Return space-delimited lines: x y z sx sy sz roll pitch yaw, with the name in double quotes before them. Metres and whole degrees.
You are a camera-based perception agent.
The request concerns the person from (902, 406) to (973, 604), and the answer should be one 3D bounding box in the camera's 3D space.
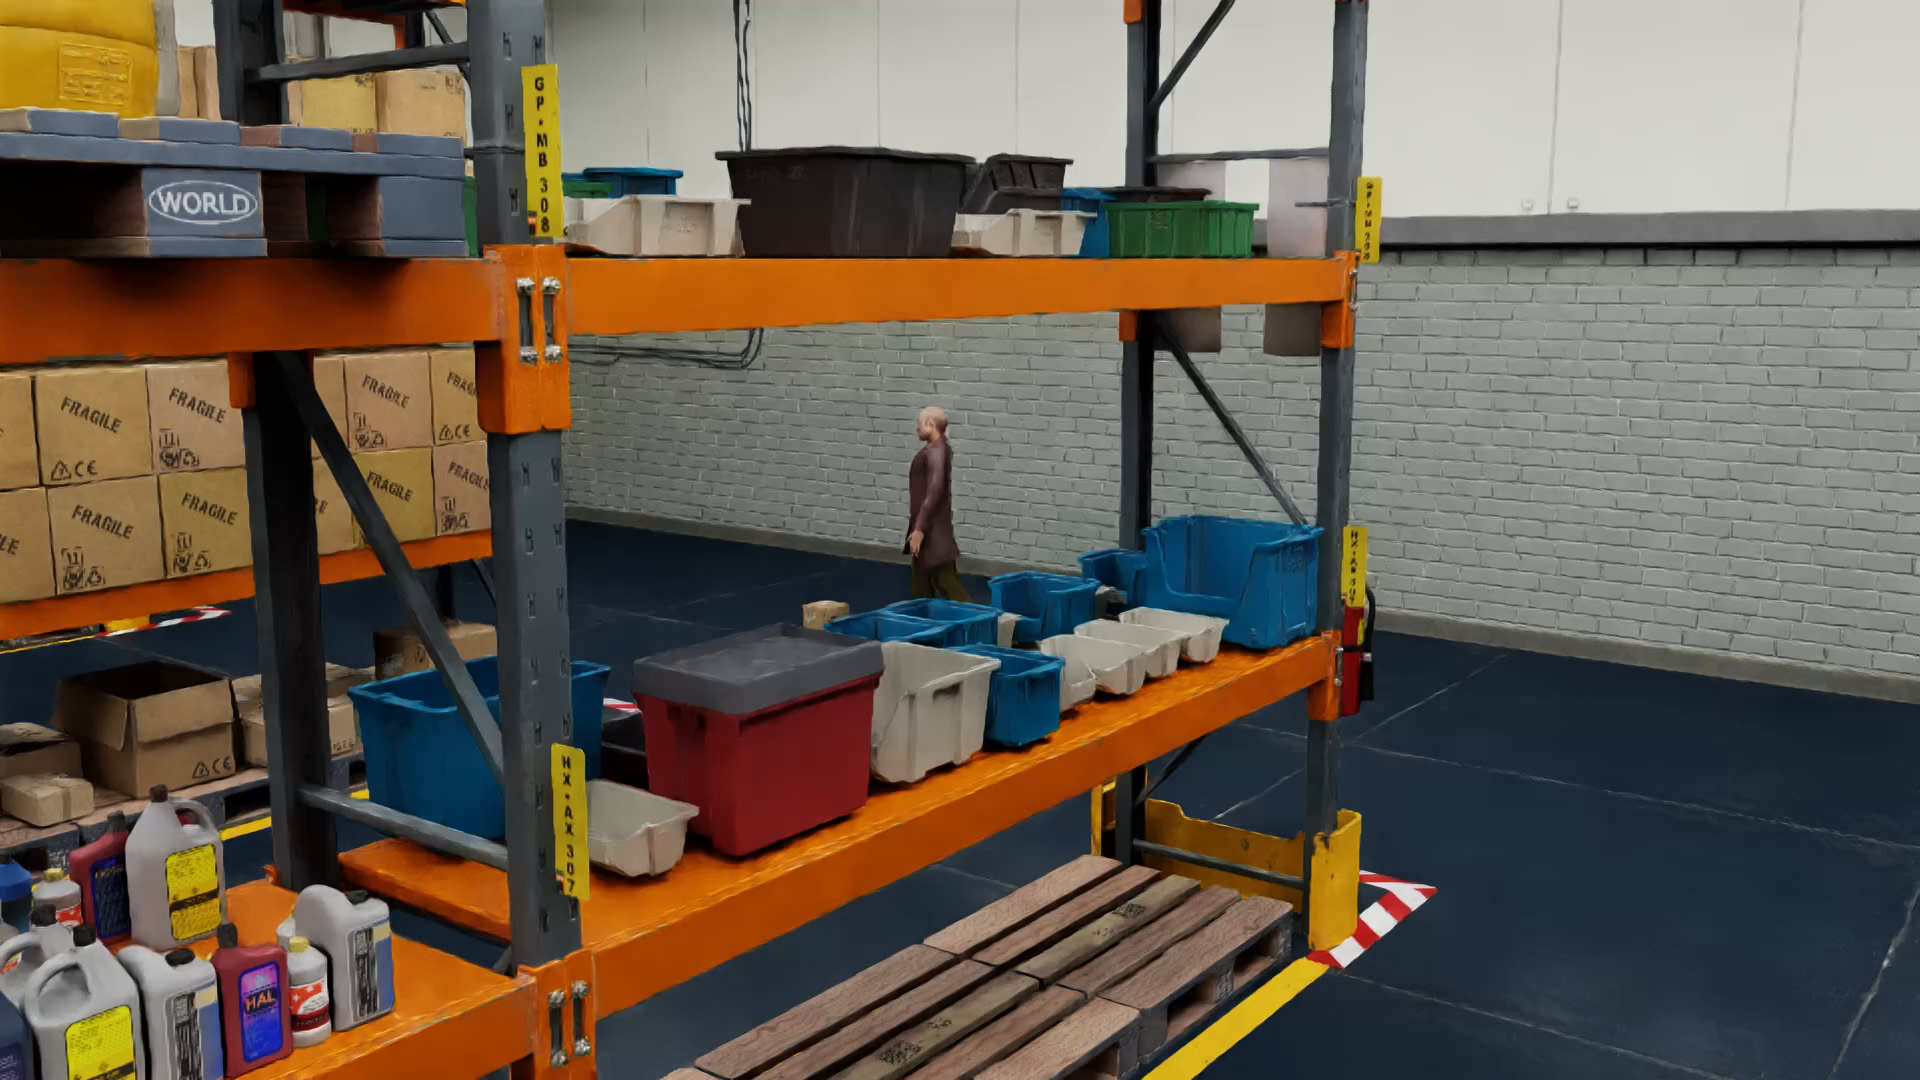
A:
"person" -0.155 -0.071 11.864 0.730 1.773 0.683 0 10 -2
